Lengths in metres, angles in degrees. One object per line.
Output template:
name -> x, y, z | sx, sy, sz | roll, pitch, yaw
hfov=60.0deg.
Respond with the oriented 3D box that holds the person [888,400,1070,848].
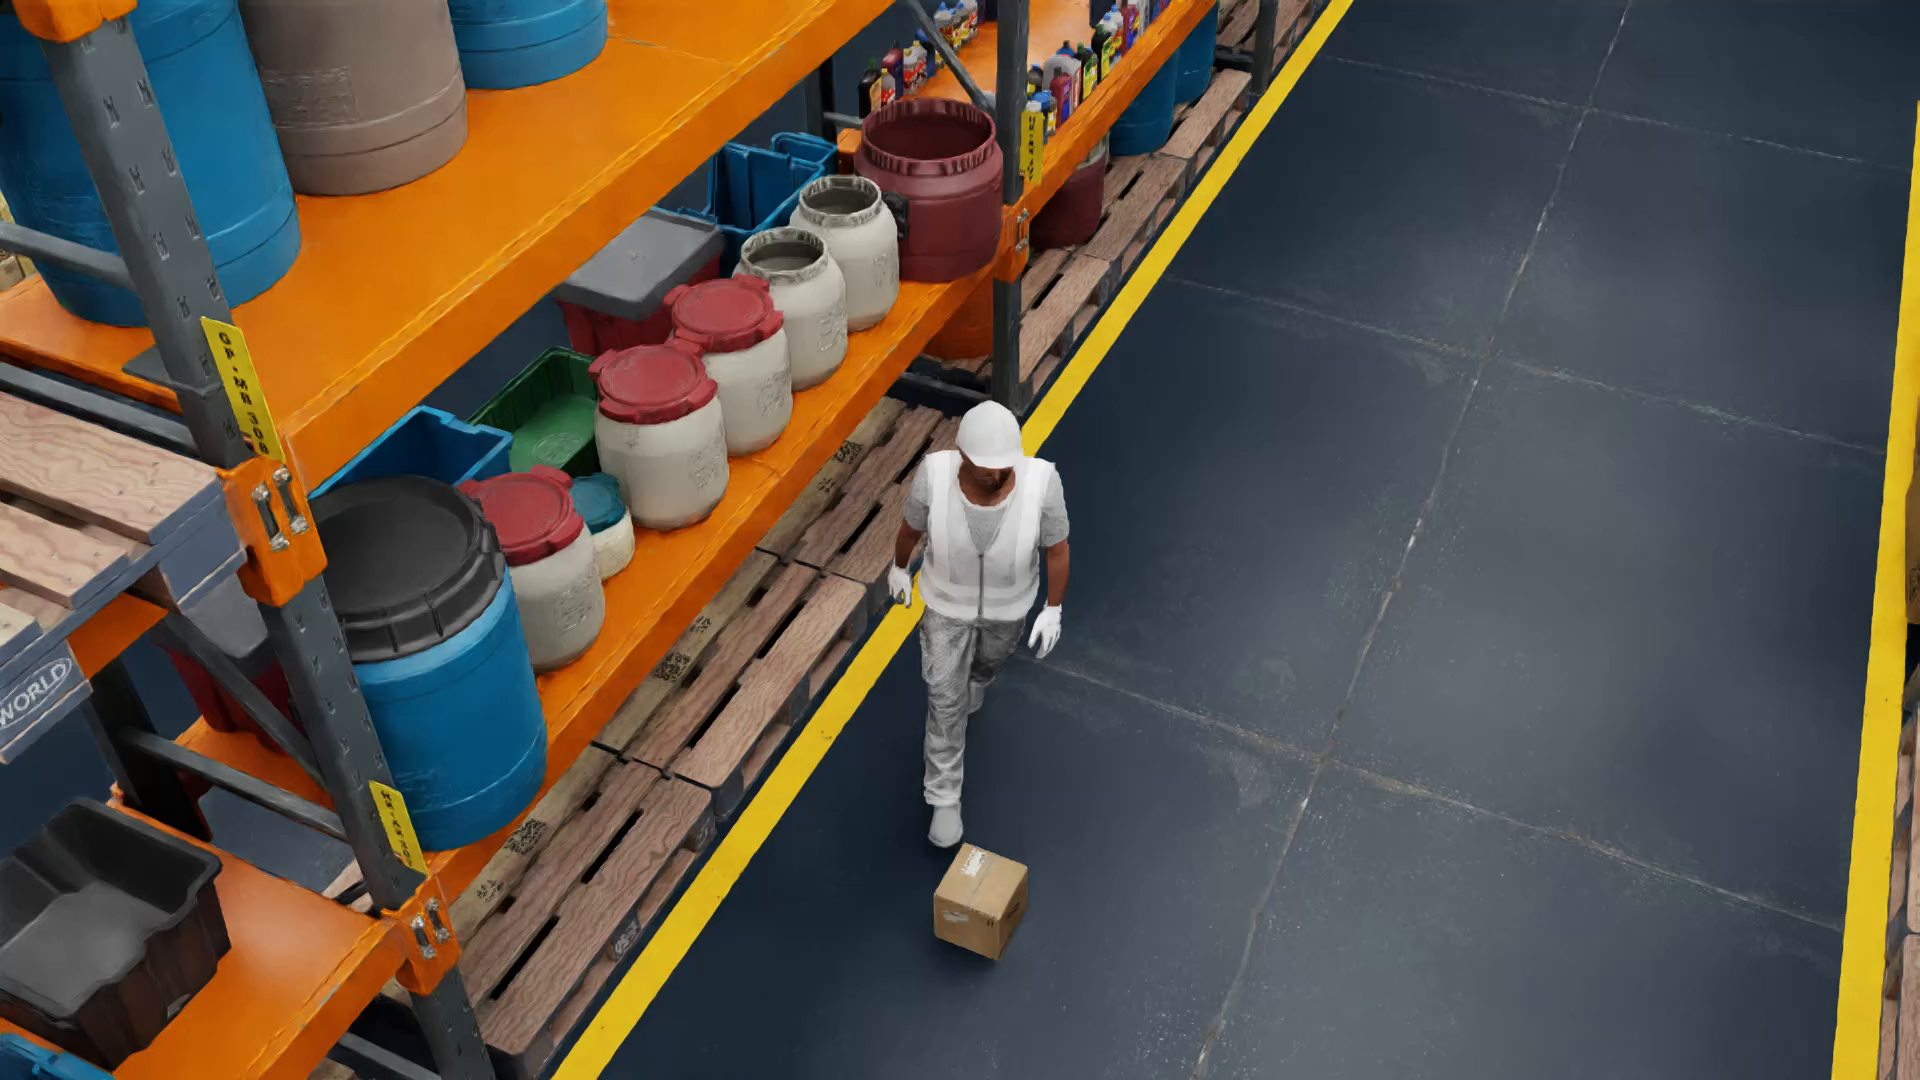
person -> 0.064, 0.215, 5.914 | 0.631, 1.747, 0.970 | -3, 42, -3
